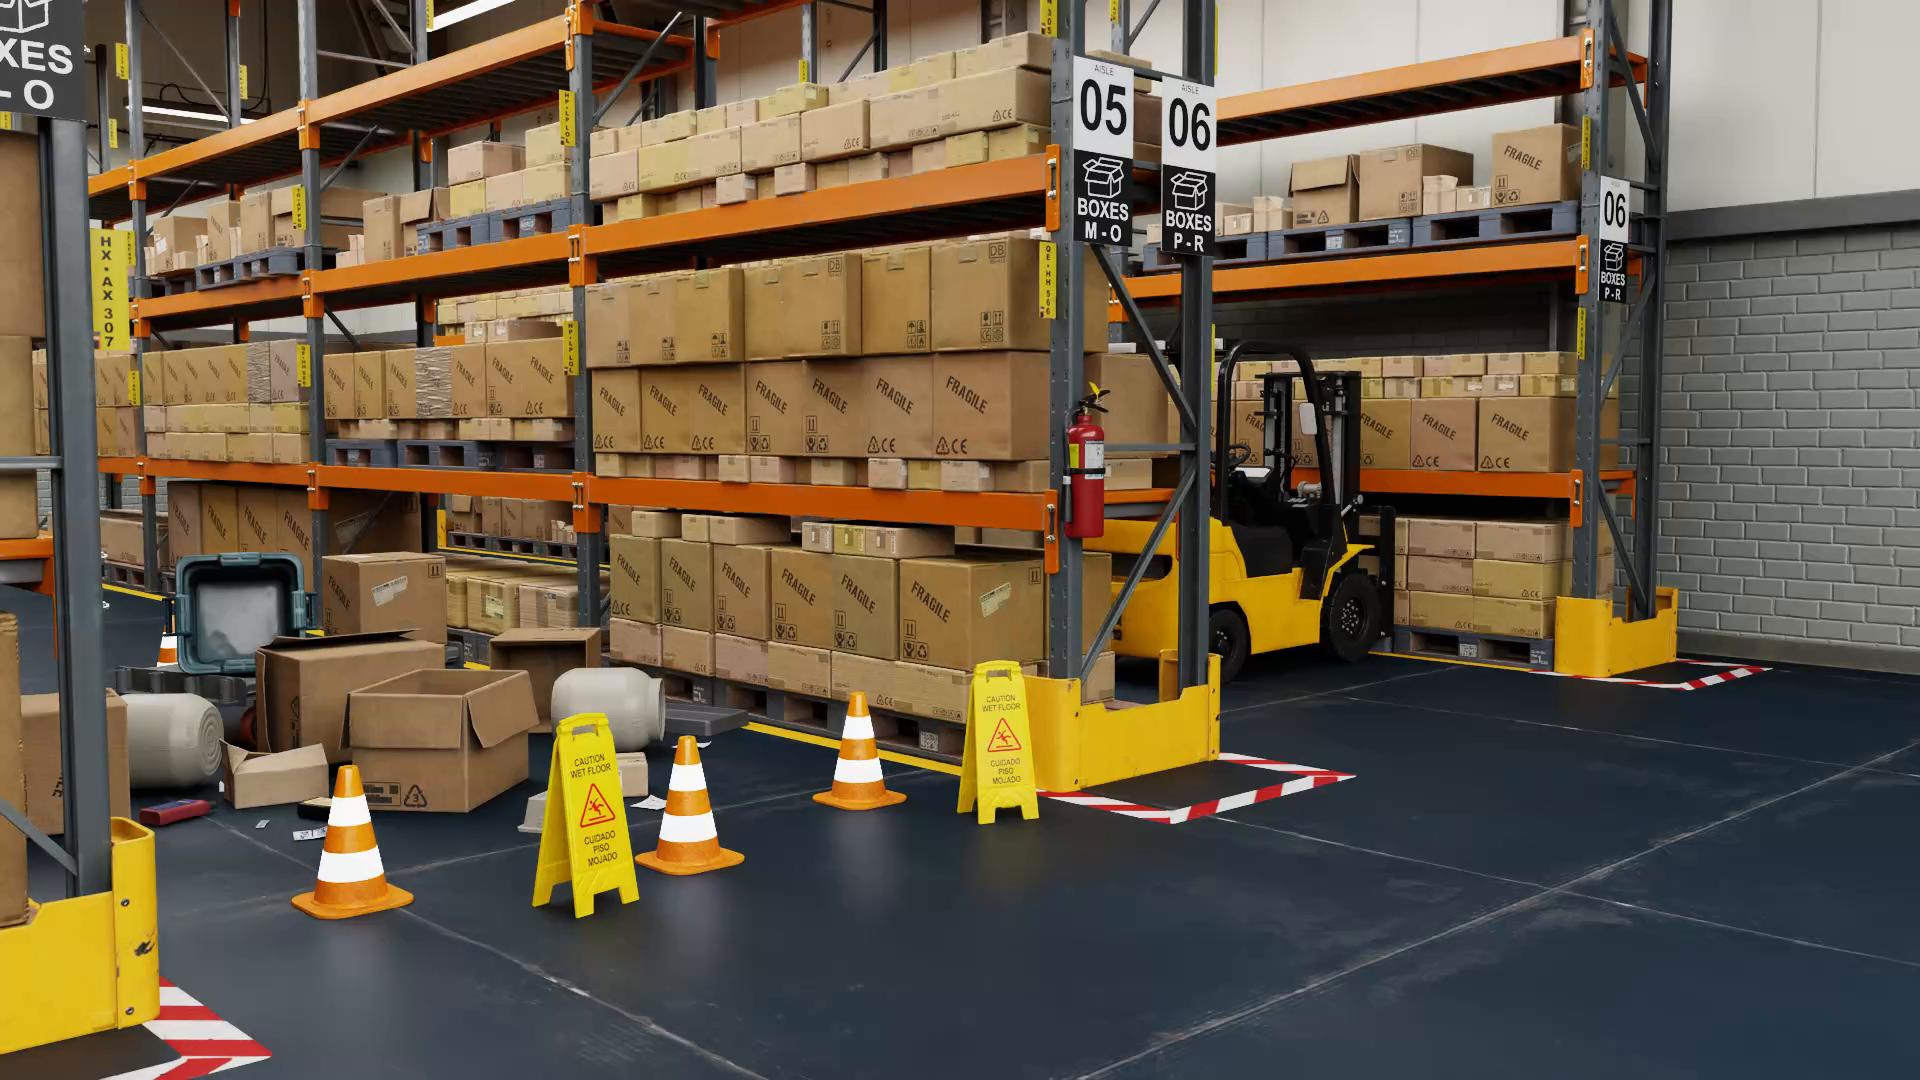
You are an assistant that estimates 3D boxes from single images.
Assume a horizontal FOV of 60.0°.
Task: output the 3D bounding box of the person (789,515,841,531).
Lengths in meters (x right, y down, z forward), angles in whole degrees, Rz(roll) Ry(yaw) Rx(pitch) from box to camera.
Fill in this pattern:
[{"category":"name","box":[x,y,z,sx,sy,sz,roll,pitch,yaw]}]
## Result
[{"category":"person","box":[-1.364,-0.248,14.676,0.534,1.666,0.996,-3,5,-35]}]
